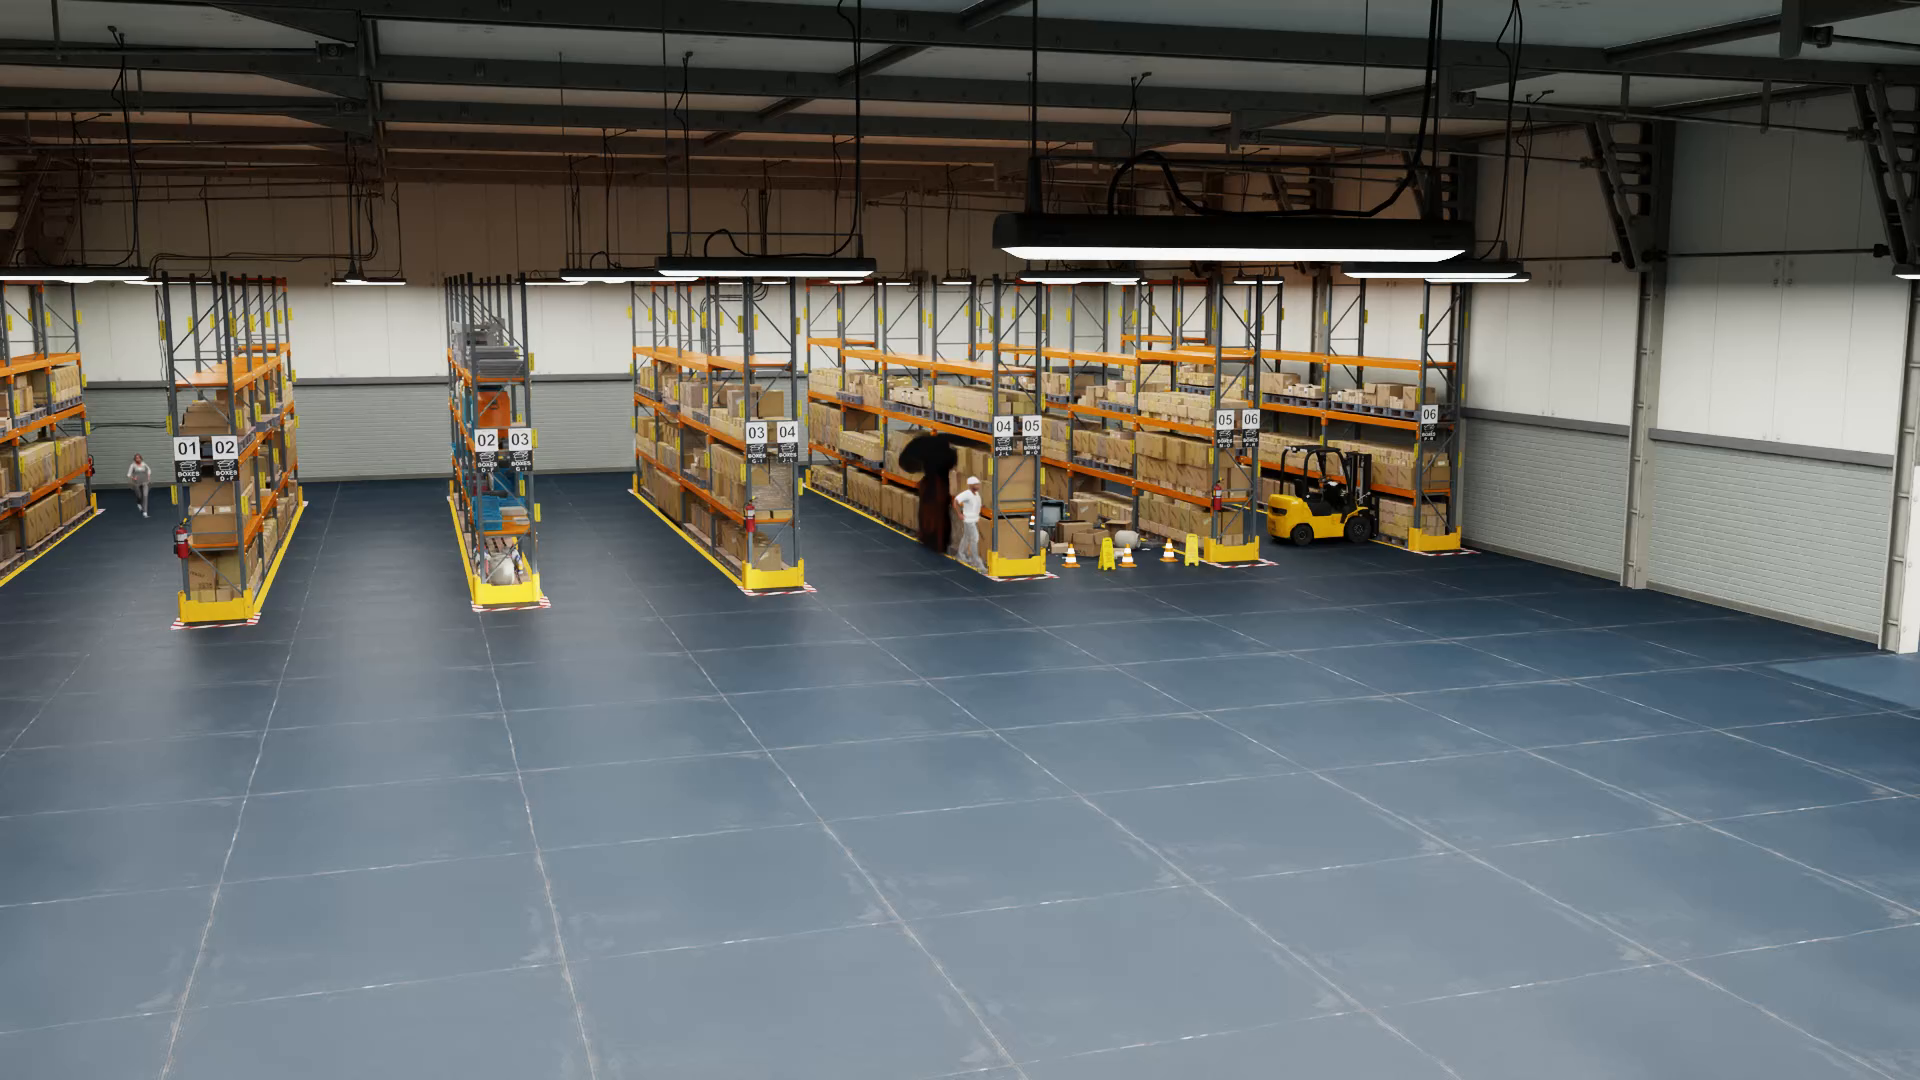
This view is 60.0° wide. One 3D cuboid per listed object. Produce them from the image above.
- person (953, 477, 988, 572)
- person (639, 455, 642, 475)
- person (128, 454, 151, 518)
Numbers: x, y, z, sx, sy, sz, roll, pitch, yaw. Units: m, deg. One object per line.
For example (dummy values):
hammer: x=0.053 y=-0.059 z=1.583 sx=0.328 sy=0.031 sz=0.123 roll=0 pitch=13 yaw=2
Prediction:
person: x=0.199 y=-0.312 z=32.573 sx=0.693 sy=1.874 sz=0.806 roll=4 pitch=9 yaw=23
person: x=-9.224 y=-2.456 z=48.687 sx=0.735 sy=1.736 sz=0.612 roll=5 pitch=10 yaw=29
person: x=-20.731 y=-1.387 z=42.055 sx=0.551 sy=1.596 sz=0.830 roll=-5 pitch=10 yaw=-31
